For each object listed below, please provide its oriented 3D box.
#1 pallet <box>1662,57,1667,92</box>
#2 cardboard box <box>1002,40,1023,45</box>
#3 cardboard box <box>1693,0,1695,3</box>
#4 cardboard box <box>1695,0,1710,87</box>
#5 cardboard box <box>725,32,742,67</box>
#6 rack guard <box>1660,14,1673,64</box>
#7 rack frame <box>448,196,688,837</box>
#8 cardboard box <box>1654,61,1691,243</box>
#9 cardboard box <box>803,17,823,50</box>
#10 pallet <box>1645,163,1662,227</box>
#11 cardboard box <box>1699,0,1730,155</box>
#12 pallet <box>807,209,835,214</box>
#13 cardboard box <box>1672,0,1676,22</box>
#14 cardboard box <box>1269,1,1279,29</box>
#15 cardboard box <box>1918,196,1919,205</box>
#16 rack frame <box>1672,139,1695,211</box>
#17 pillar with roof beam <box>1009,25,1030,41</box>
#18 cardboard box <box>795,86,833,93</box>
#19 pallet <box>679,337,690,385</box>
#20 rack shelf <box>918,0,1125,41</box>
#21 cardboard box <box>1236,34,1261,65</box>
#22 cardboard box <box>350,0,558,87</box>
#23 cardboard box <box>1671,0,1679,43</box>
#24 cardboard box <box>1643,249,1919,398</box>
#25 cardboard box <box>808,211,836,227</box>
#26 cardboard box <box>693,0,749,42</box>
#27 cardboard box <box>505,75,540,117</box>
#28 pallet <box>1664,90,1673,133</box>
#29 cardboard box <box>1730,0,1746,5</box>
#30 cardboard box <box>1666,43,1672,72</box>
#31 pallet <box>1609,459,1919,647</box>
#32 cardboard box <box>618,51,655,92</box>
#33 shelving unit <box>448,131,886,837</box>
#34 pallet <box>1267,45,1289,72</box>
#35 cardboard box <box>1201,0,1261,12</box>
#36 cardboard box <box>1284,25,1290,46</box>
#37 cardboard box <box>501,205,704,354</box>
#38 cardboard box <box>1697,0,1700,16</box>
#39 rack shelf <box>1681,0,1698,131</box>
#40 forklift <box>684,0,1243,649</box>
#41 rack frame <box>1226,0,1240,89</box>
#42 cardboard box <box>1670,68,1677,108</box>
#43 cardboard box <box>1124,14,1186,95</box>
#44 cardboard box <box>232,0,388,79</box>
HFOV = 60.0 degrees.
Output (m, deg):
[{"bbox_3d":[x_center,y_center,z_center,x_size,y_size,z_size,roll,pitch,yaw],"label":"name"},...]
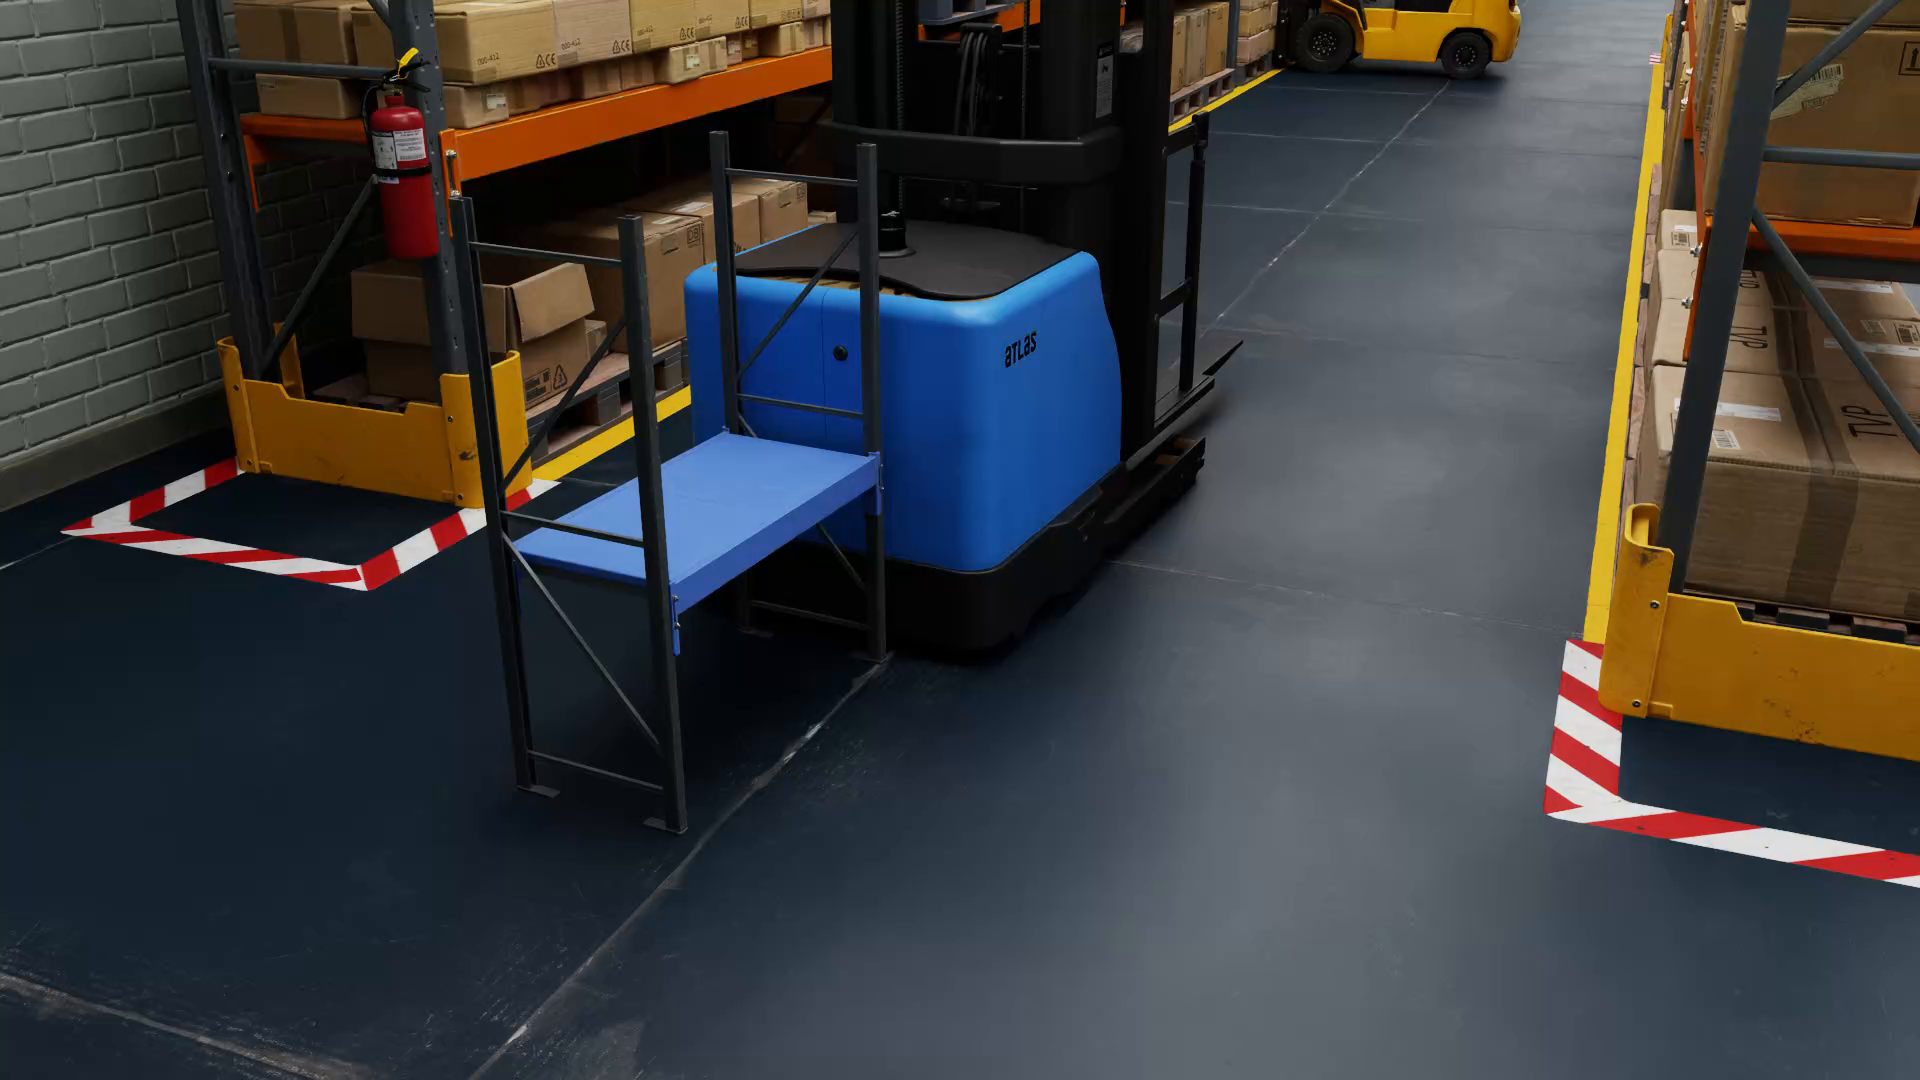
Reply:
[{"bbox_3d":[7.511,-4.589,16.462,1.003,0.211,1.213,9,24,20],"label":"pallet"},{"bbox_3d":[0.264,-3.667,12.495,0.380,0.149,0.250,10,25,23],"label":"cardboard box"},{"bbox_3d":[4.941,-3.552,10.557,0.500,0.250,0.500,8,24,19],"label":"cardboard box"},{"bbox_3d":[3.263,-2.065,6.673,0.500,0.500,0.500,9,24,20],"label":"cardboard box"},{"bbox_3d":[-1.213,-2.223,7.505,0.380,0.149,0.250,9,24,20],"label":"cardboard box"},{"bbox_3d":[8.300,-5.443,18.131,1.175,0.500,0.348,9,24,20],"label":"rack guard"},{"bbox_3d":[-0.895,-0.021,3.854,0.500,1.500,0.032,11,25,24],"label":"rack frame"},{"bbox_3d":[4.355,-2.100,9.098,0.875,0.875,0.875,10,24,22],"label":"cardboard box"},{"bbox_3d":[-0.896,-2.489,8.144,0.380,0.149,0.250,9,24,21],"label":"cardboard box"},{"bbox_3d":[4.994,-2.202,10.749,1.003,0.211,1.213,9,24,20],"label":"pallet"},{"bbox_3d":[2.701,-1.517,5.361,0.500,0.500,0.500,10,24,22],"label":"cardboard box"},{"bbox_3d":[-0.472,-2.048,10.379,1.003,0.211,1.213,9,24,20],"label":"pallet"},{"bbox_3d":[7.763,-5.637,17.402,0.500,0.500,0.500,8,24,18],"label":"cardboard box"},{"bbox_3d":[3.081,-5.545,17.506,0.500,0.250,0.500,9,24,20],"label":"cardboard box"},{"bbox_3d":[2.830,-1.074,4.301,0.500,0.500,0.500,9,24,20],"label":"cardboard box"},{"bbox_3d":[3.871,-2.329,7.434,1.000,3.000,0.127,9,24,20],"label":"rack frame"},{"bbox_3d":[4.391,-7.217,11.353,9.100,9.000,0.400,9,24,20],"label":"pillar with roof beam"},{"bbox_3d":[-0.777,-2.646,10.049,0.380,0.149,0.250,9,24,20],"label":"cardboard box"},{"bbox_3d":[-1.447,-1.068,8.033,1.003,0.211,1.213,9,24,20],"label":"pallet"},{"bbox_3d":[0.004,-3.422,10.984,1.077,0.370,4.000,9,24,20],"label":"rack shelf"},{"bbox_3d":[2.719,-4.952,16.736,0.500,0.250,0.500,9,24,21],"label":"cardboard box"},{"bbox_3d":[-1.806,-1.799,5.973,0.500,0.250,0.500,9,24,20],"label":"cardboard box"},{"bbox_3d":[7.189,-5.078,16.065,0.500,0.500,0.500,10,25,23],"label":"cardboard box"},{"bbox_3d":[3.206,-0.811,6.579,0.875,0.438,0.875,8,24,18],"label":"cardboard box"},{"bbox_3d":[-0.806,-1.601,8.694,0.396,0.266,0.258,10,25,22],"label":"cardboard box"},{"bbox_3d":[-1.264,-2.347,7.286,0.500,0.250,0.500,8,24,19],"label":"cardboard box"},{"bbox_3d":[-1.797,-1.667,6.175,0.380,0.149,0.250,9,24,21],"label":"cardboard box"},{"bbox_3d":[6.555,-3.626,14.158,1.003,0.211,1.213,9,24,20],"label":"pallet"},{"bbox_3d":[2.510,-1.803,4.748,0.500,0.500,0.500,9,24,20],"label":"cardboard box"},{"bbox_3d":[7.001,-4.559,15.795,0.500,0.250,0.500,8,24,19],"label":"cardboard box"},{"bbox_3d":[2.609,0.092,5.256,1.003,0.211,1.213,9,24,20],"label":"pallet"},{"bbox_3d":[-1.487,-1.944,6.837,0.380,0.149,0.250,9,24,21],"label":"cardboard box"},{"bbox_3d":[-0.671,-0.197,4.276,0.538,1.500,1.048,11,25,24],"label":"shelving unit"},{"bbox_3d":[3.018,-5.331,18.239,1.003,0.211,1.213,9,24,20],"label":"pallet"},{"bbox_3d":[2.703,-5.416,16.549,0.500,0.250,0.500,8,24,19],"label":"cardboard box"},{"bbox_3d":[3.277,-5.501,18.050,0.500,0.250,0.500,10,25,22],"label":"cardboard box"},{"bbox_3d":[-1.556,-1.153,7.317,0.700,0.500,0.500,10,25,22],"label":"cardboard box"},{"bbox_3d":[4.386,-3.002,9.239,0.500,0.250,0.500,9,24,20],"label":"cardboard box"},{"bbox_3d":[4.614,-2.713,9.286,1.077,0.370,4.000,9,24,20],"label":"rack shelf"},{"bbox_3d":[0.275,-1.569,5.704,1.130,2.935,3.031,11,25,24],"label":"forklift"},{"bbox_3d":[2.232,-5.901,15.986,1.000,3.000,0.127,9,24,20],"label":"rack frame"},{"bbox_3d":[6.386,-3.727,13.646,0.950,0.372,0.625,10,25,23],"label":"cardboard box"},{"bbox_3d":[1.476,-4.265,14.605,0.875,0.625,0.625,8,24,18],"label":"cardboard box"},{"bbox_3d":[-2.301,-1.878,6.162,0.500,0.250,0.500,10,24,22],"label":"cardboard box"}]
